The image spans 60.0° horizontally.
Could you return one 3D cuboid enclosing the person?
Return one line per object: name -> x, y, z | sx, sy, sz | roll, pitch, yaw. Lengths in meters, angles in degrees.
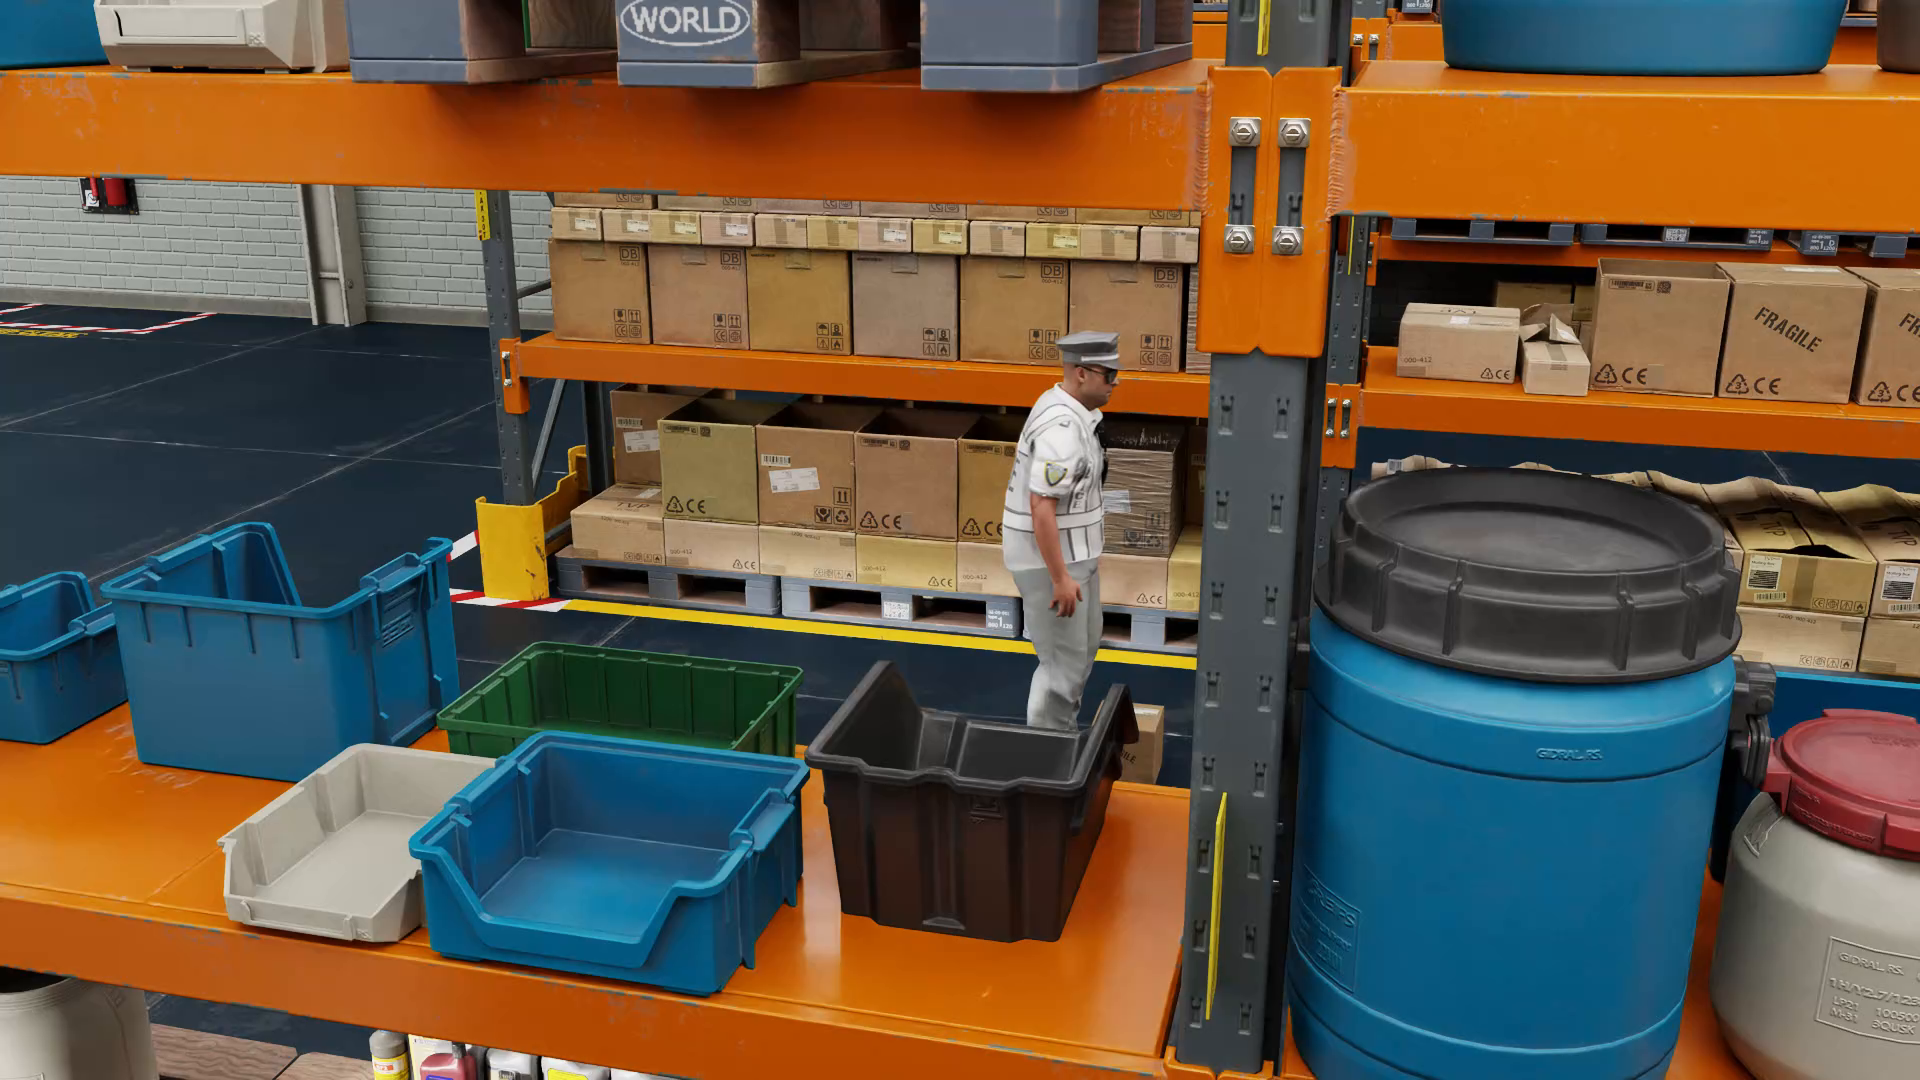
person -> 0.389, 0.069, 6.331 | 0.433, 1.748, 0.584 | 5, 19, 14
